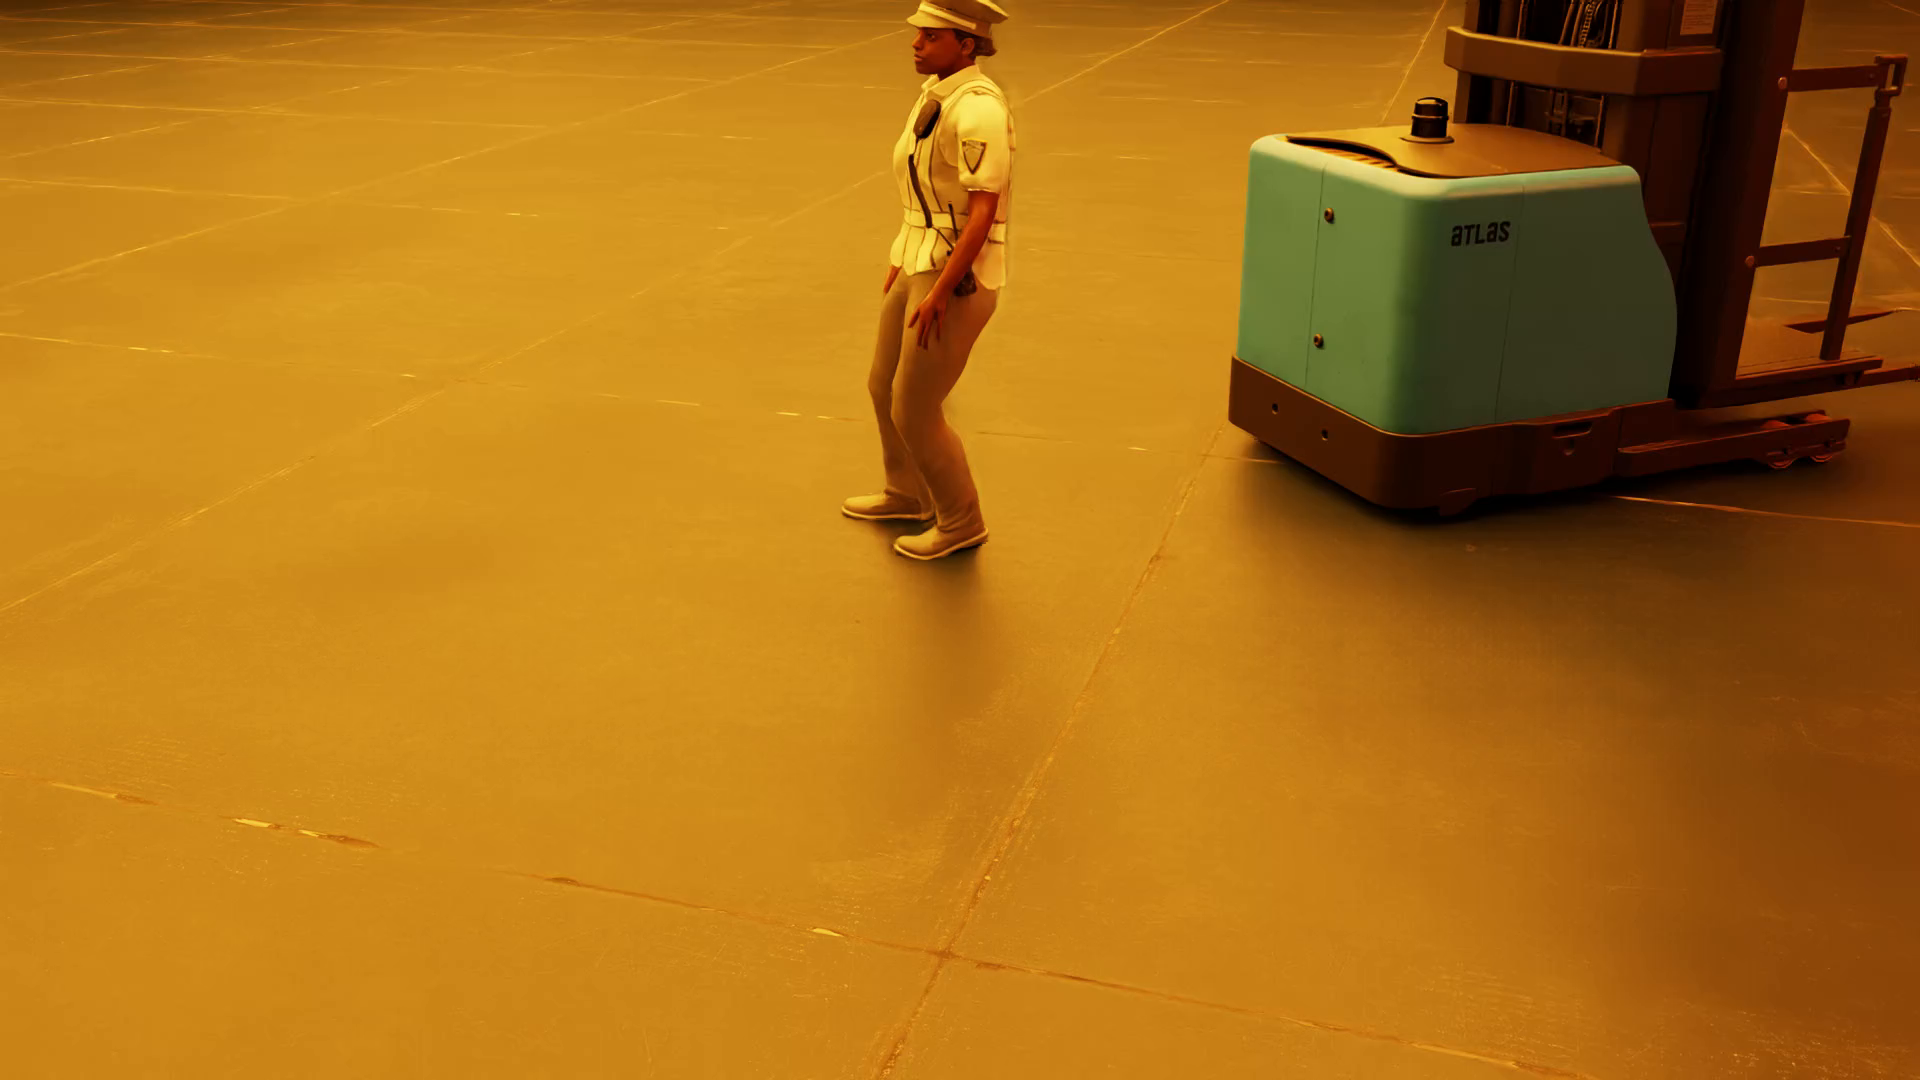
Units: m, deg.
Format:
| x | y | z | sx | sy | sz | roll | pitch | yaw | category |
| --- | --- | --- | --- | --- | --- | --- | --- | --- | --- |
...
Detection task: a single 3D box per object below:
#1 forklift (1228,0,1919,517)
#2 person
| x | y | z | sx | sy | sz | roll | pitch | yaw | category |
| --- | --- | --- | --- | --- | --- | --- | --- | --- | --- |
| 2.531 | -1.774 | 5.576 | 3.031 | 2.935 | 1.130 | -9 | 24 | -20 | forklift |
| -0.088 | -0.758 | 4.811 | 0.428 | 1.672 | 0.663 | -7 | 23 | -16 | person |
